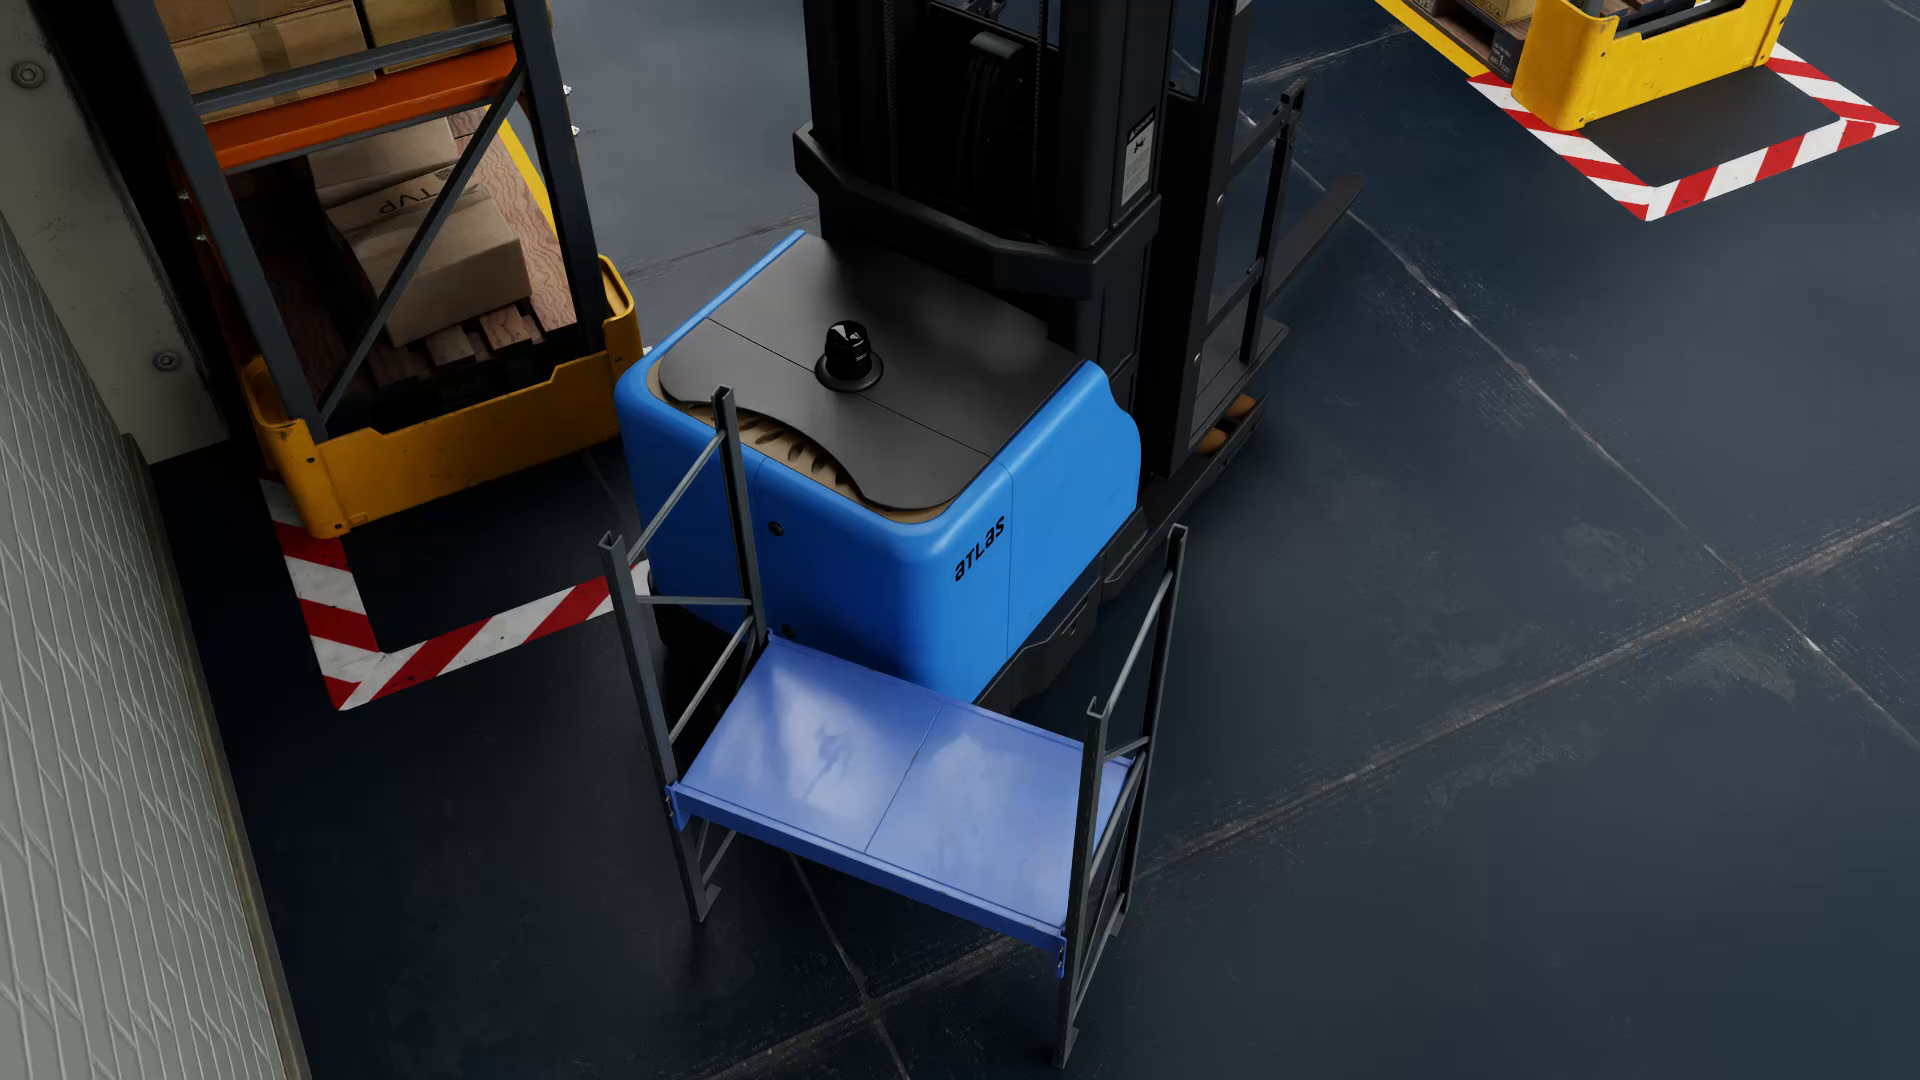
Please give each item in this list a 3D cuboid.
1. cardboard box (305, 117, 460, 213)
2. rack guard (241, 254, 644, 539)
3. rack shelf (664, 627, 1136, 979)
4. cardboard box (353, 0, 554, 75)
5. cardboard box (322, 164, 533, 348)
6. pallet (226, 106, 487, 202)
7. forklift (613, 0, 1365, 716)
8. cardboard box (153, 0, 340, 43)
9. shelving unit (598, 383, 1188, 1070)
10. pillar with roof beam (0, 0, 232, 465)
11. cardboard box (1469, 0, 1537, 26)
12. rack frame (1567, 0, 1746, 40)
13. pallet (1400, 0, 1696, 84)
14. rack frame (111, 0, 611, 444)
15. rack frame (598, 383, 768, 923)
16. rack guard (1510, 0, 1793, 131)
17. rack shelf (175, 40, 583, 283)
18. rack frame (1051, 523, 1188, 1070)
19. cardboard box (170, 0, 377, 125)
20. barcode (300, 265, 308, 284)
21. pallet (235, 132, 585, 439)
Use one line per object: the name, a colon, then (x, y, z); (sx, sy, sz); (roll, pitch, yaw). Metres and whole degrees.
cardboard box: (-2.065, -1.373, 5.952); (0.500, 0.311, 0.500); (-17, 51, -15)
rack guard: (-1.602, -0.466, 5.325); (1.175, 0.500, 0.348); (-21, 52, -18)
rack shelf: (-0.129, 0.605, 3.964); (1.000, 0.185, 0.538); (18, 51, 15)
cardboard box: (-1.508, -1.631, 4.770); (0.500, 0.250, 0.500); (-23, 53, -19)
cardboard box: (-1.804, -0.991, 5.618); (0.500, 0.311, 0.500); (-27, 54, -21)
pallet: (-2.497, -1.742, 6.633); (1.003, 0.211, 1.213); (-21, 52, -18)
forklift: (0.357, -1.354, 4.487); (1.130, 2.935, 3.031); (27, 54, 22)
cardboard box: (-1.972, -1.684, 4.318); (0.500, 0.500, 0.500); (-22, 52, -18)
shelving unit: (-0.129, 0.486, 3.828); (1.048, 1.500, 0.538); (18, 51, 15)
pillar with roof beam: (1.171, -4.866, 3.528); (9.100, 9.000, 0.400); (-21, 52, -18)
cardboard box: (2.327, -2.437, 6.936); (0.500, 0.250, 0.500); (-21, 52, -18)
rack frame: (2.836, -2.946, 5.834); (1.000, 3.000, 0.127); (-21, 52, -18)
pallet: (2.448, -2.526, 7.319); (1.003, 0.211, 1.213); (-21, 52, -18)
rack frame: (-1.567, -1.238, 4.340); (1.000, 3.000, 0.127); (-21, 52, -18)
rack frame: (-0.596, 0.336, 3.960); (0.032, 1.500, 0.500); (18, 51, 15)
rack guard: (2.847, -2.107, 6.761); (1.175, 0.500, 0.348); (-21, 52, -18)
rack shelf: (-2.483, -2.339, 5.781); (1.077, 0.370, 4.000); (-21, 52, -18)
rack frame: (0.339, 0.637, 3.696); (0.032, 1.500, 0.500); (18, 51, 15)
cardboard box: (-1.954, -1.441, 4.604); (0.500, 0.250, 0.500); (-20, 52, -17)
barcode: (-2.168, -0.869, 5.505); (0.001, 0.075, 0.075); (-21, 52, -18)
pallet: (-1.942, -0.926, 5.920); (1.003, 0.211, 1.213); (-21, 52, -18)
